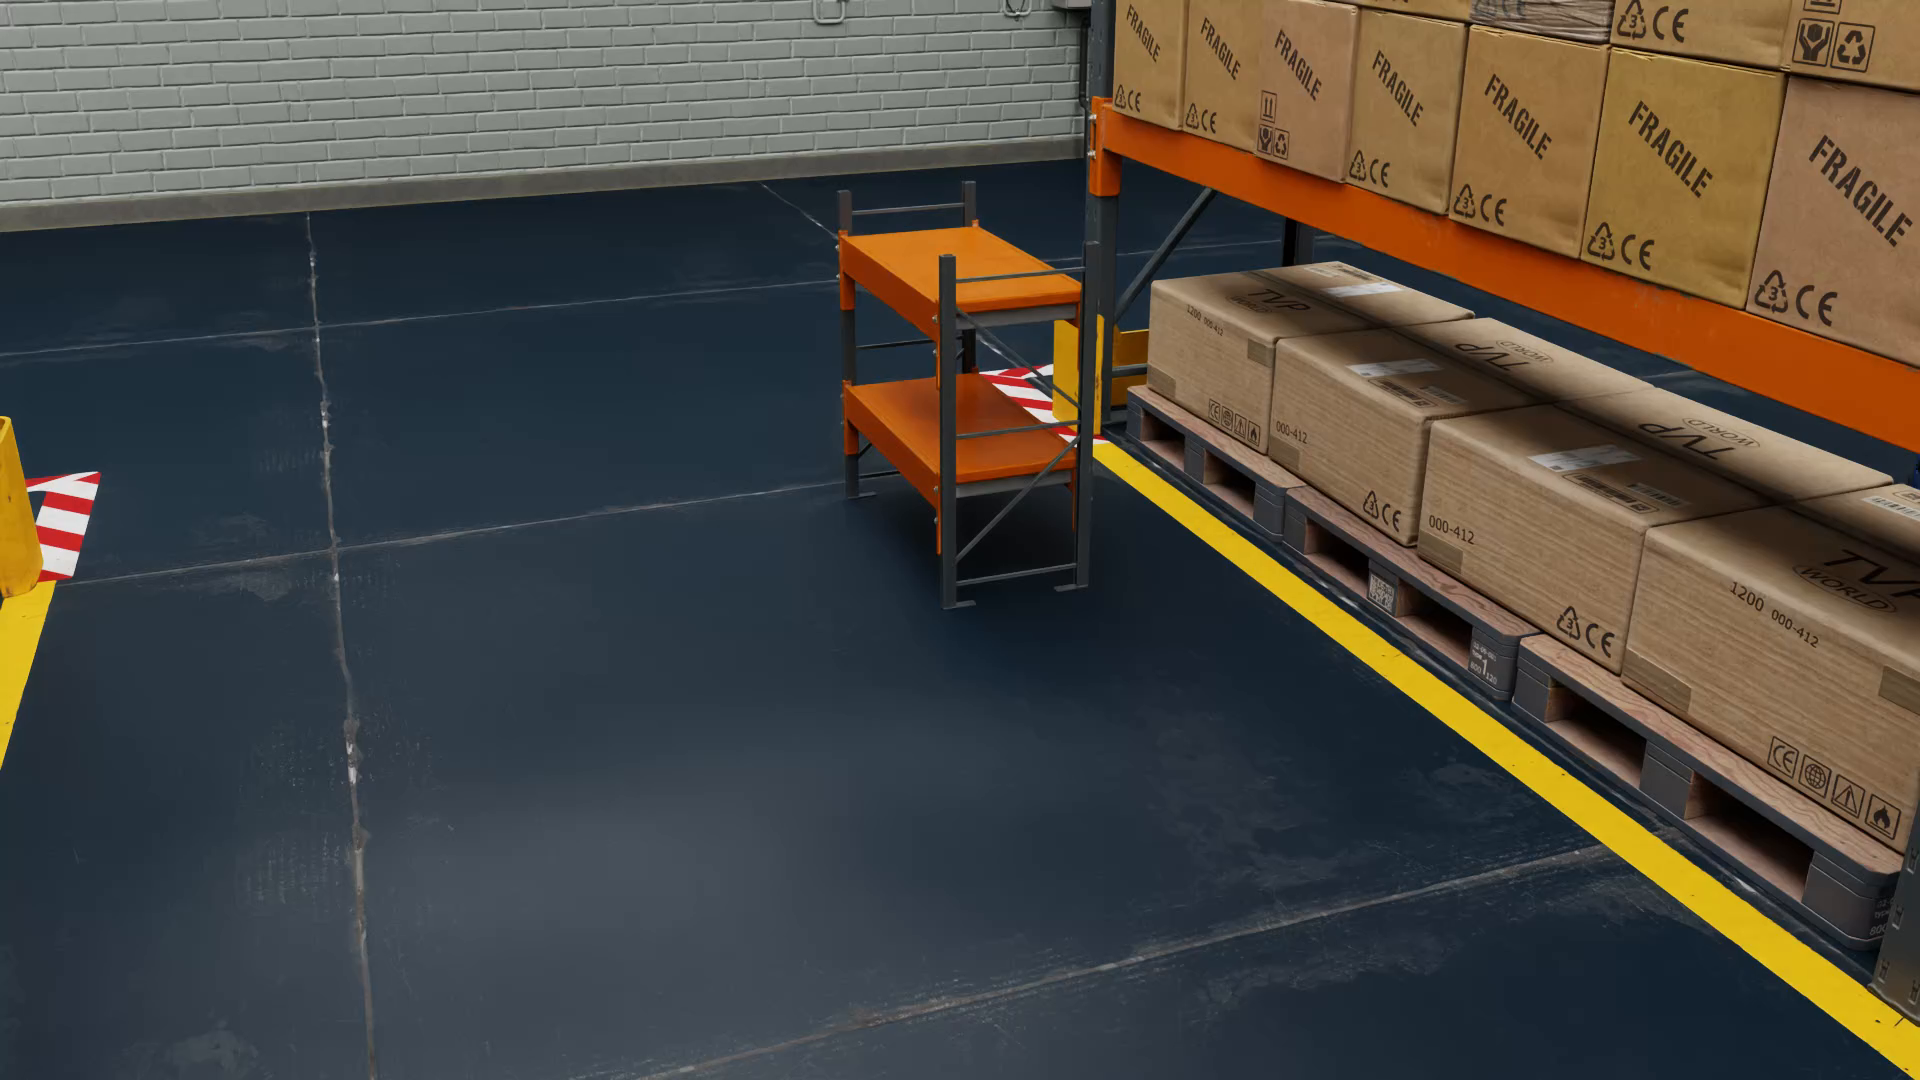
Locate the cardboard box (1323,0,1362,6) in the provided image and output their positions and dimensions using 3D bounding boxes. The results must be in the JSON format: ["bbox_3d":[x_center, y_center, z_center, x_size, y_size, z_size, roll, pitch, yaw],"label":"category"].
[{"bbox_3d":[1.267,-1.854,4.870,0.500,0.500,0.500,-9,24,-19],"label":"cardboard box"}]

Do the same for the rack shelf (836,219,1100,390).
[{"bbox_3d":[-0.002,-0.791,5.424,0.538,0.278,1.000,-8,24,-19],"label":"rack shelf"}]

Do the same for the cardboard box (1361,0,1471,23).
[{"bbox_3d":[1.444,-1.673,4.441,0.500,0.500,0.500,-8,24,-19],"label":"cardboard box"}]

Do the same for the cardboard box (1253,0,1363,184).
[{"bbox_3d":[1.254,-1.398,5.077,0.500,0.500,0.500,-8,24,-19],"label":"cardboard box"}]

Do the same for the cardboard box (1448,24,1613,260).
[{"bbox_3d":[1.617,-1.026,4.194,0.500,0.500,0.500,-9,24,-20],"label":"cardboard box"}]

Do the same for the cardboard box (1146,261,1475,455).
[{"bbox_3d":[1.312,-0.720,6.355,0.875,0.438,0.875,-9,25,-21],"label":"cardboard box"}]

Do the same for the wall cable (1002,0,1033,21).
[{"bbox_3d":[0.294,-4.646,11.603,0.588,1.984,0.122,-8,24,-19],"label":"wall cable"}]

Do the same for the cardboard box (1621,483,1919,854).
[{"bbox_3d":[2.277,0.264,4.019,0.875,0.438,0.875,-9,24,-20],"label":"cardboard box"}]

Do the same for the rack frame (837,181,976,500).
[{"bbox_3d":[-0.182,-0.705,5.976,0.500,1.125,0.032,-8,24,-19],"label":"rack frame"}]

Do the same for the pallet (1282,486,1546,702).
[{"bbox_3d":[1.768,0.074,5.303,1.003,0.211,1.213,-8,24,-19],"label":"pallet"}]

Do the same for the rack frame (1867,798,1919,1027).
[{"bbox_3d":[2.399,-0.480,3.027,1.000,3.000,0.127,-8,24,-19],"label":"rack frame"}]

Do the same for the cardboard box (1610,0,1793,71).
[{"bbox_3d":[1.802,-1.306,3.570,0.500,0.500,0.500,-9,24,-20],"label":"cardboard box"}]

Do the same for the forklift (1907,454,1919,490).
[{"bbox_3d":[4.232,-0.849,3.991,3.031,2.935,1.130,12,26,27],"label":"forklift"}]

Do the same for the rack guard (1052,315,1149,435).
[{"bbox_3d":[0.977,-0.790,6.981,1.175,0.500,0.348,-8,24,-19],"label":"rack guard"}]

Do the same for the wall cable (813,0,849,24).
[{"bbox_3d":[-1.028,-4.462,11.125,0.585,1.953,0.123,-8,24,-19],"label":"wall cable"}]

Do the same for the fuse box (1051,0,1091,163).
[{"bbox_3d":[0.988,-3.620,12.137,0.539,1.711,0.414,-8,24,-19],"label":"fuse box"}]

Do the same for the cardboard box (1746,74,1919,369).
[{"bbox_3d":[1.996,-0.659,3.324,0.500,0.500,0.500,-8,24,-19],"label":"cardboard box"}]

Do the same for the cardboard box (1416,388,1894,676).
[{"bbox_3d":[1.960,-0.061,4.790,0.875,0.438,0.875,-9,25,-21],"label":"cardboard box"}]

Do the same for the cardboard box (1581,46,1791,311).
[{"bbox_3d":[1.809,-0.846,3.766,0.500,0.500,0.500,-9,24,-20],"label":"cardboard box"}]

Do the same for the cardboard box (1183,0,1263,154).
[{"bbox_3d":[1.091,-1.586,5.521,0.500,0.500,0.500,-9,24,-20],"label":"cardboard box"}]

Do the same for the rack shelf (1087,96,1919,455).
[{"bbox_3d":[1.692,-0.875,4.890,1.077,0.370,4.000,-8,24,-19],"label":"rack shelf"}]

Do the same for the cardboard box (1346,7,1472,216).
[{"bbox_3d":[1.447,-1.219,4.650,0.500,0.500,0.500,-8,24,-17],"label":"cardboard box"}]

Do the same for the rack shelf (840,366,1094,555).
[{"bbox_3d":[-0.002,-0.295,5.632,0.538,0.278,1.000,-8,24,-19],"label":"rack shelf"}]

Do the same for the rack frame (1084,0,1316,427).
[{"bbox_3d":[0.986,-1.933,6.475,1.000,3.000,0.127,-8,24,-19],"label":"rack frame"}]

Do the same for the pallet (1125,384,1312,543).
[{"bbox_3d":[1.341,-0.369,6.353,1.003,0.211,1.213,-8,24,-19],"label":"pallet"}]

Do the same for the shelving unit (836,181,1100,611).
[{"bbox_3d":[-0.002,-0.521,5.537,0.538,1.125,1.048,-8,24,-19],"label":"shelving unit"}]

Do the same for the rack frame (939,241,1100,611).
[{"bbox_3d":[0.177,-0.336,5.099,0.500,1.125,0.032,-8,24,-19],"label":"rack frame"}]

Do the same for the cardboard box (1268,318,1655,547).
[{"bbox_3d":[1.643,-0.389,5.568,0.875,0.438,0.875,-8,24,-18],"label":"cardboard box"}]

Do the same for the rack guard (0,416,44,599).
[{"bbox_3d":[-3.583,-0.038,5.196,1.175,0.500,0.348,-8,24,-19],"label":"rack guard"}]

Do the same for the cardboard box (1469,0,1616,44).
[{"bbox_3d":[1.613,-1.489,4.006,0.500,0.500,0.500,-8,24,-18],"label":"cardboard box"}]

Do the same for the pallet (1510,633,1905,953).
[{"bbox_3d":[2.203,0.518,4.249,1.003,0.211,1.213,-8,24,-19],"label":"pallet"}]

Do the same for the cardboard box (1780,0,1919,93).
[{"bbox_3d":[1.974,-1.120,3.130,0.500,0.500,0.500,-9,24,-19],"label":"cardboard box"}]

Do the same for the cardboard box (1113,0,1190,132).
[{"bbox_3d":[0.886,-1.766,5.948,0.500,0.500,0.500,-9,24,-19],"label":"cardboard box"}]
